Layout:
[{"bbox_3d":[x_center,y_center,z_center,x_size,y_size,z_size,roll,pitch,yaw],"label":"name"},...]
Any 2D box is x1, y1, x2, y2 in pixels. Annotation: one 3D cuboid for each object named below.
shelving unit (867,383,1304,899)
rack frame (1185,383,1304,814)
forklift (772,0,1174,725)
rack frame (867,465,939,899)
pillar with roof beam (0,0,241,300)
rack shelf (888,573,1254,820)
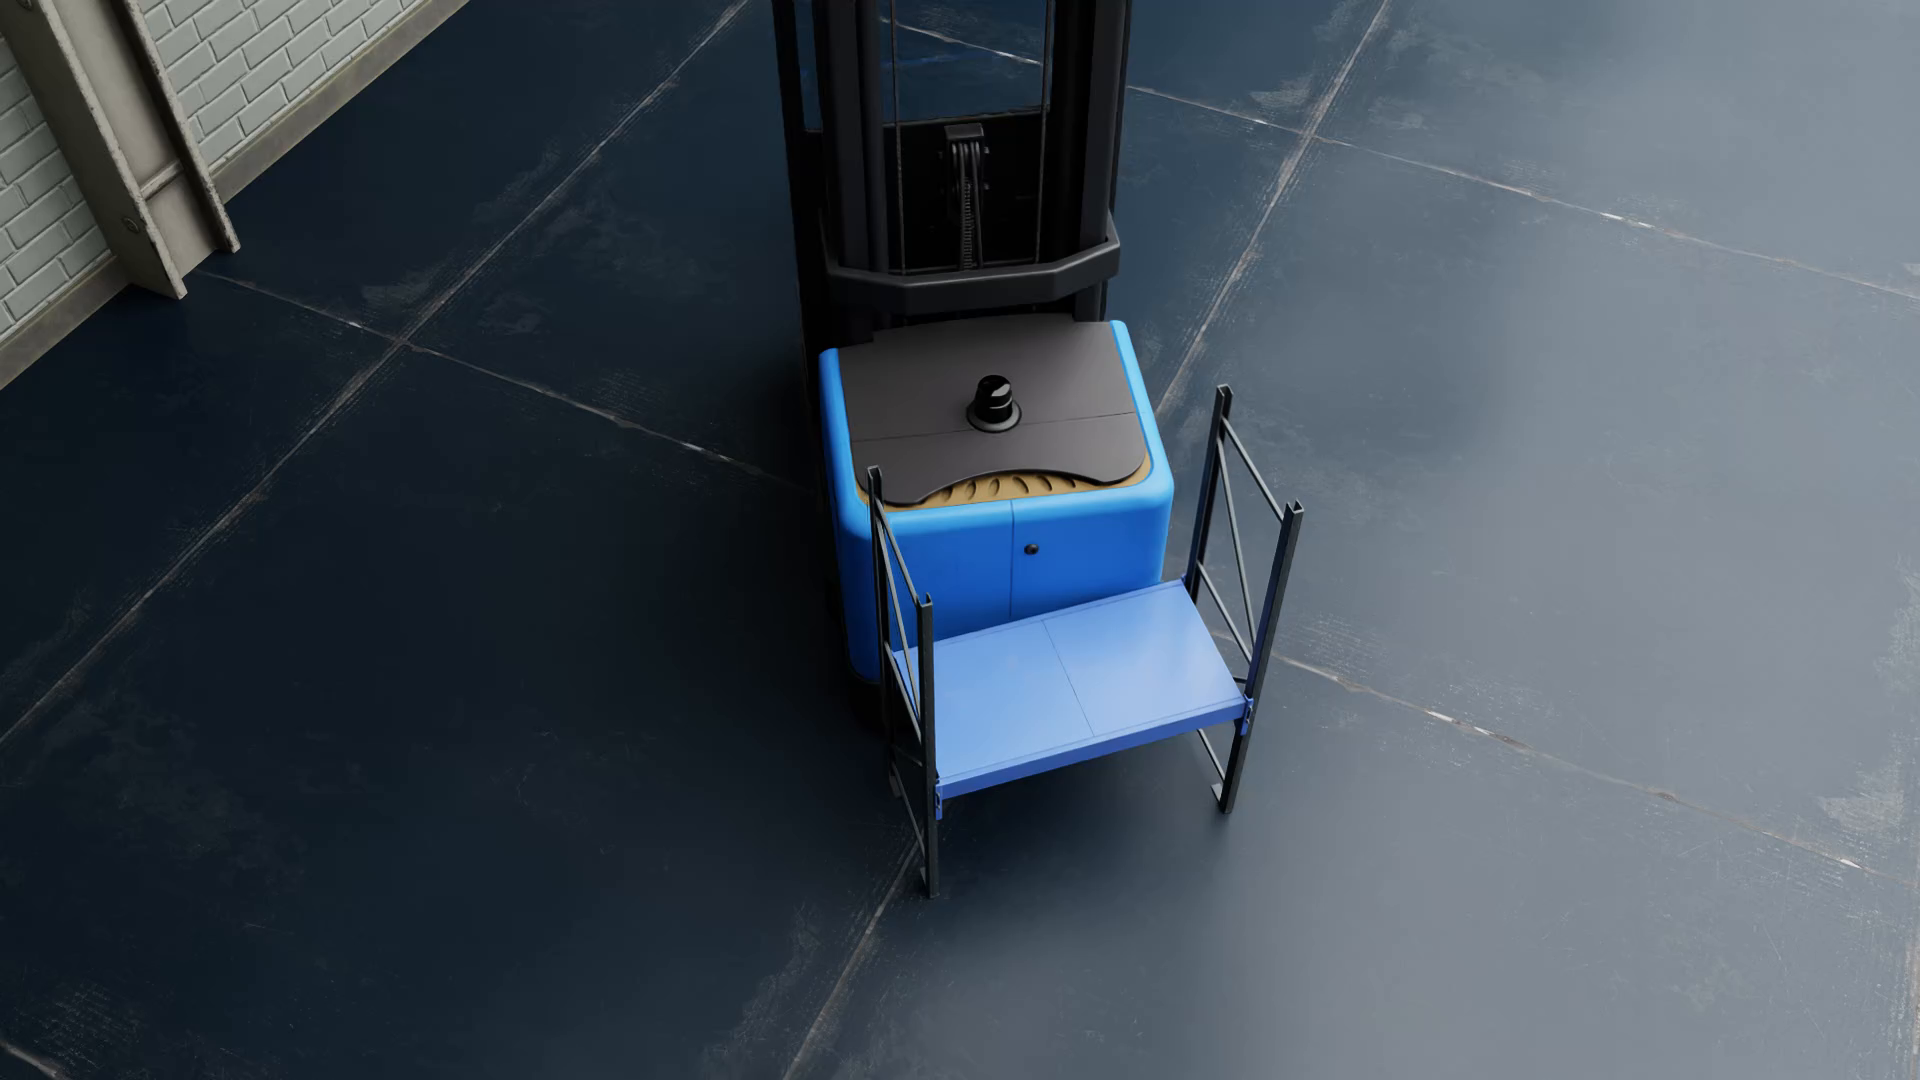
[{"bbox_3d":[0.326,0.351,4.967,1.048,1.500,0.538,-14,51,-11],"label":"shelving unit"},{"bbox_3d":[0.810,0.232,5.068,0.032,1.500,0.500,-14,51,-11],"label":"rack frame"},{"bbox_3d":[-0.056,-1.464,5.571,1.130,2.935,3.031,-6,50,-5],"label":"forklift"},{"bbox_3d":[-0.158,0.469,4.866,0.032,1.500,0.500,-14,51,-11],"label":"rack frame"},{"bbox_3d":[0.492,-2.730,2.664,9.100,9.000,0.400,20,52,16],"label":"pillar with roof beam"},{"bbox_3d":[0.326,0.467,5.104,1.000,0.185,0.538,-14,51,-11],"label":"rack shelf"}]
